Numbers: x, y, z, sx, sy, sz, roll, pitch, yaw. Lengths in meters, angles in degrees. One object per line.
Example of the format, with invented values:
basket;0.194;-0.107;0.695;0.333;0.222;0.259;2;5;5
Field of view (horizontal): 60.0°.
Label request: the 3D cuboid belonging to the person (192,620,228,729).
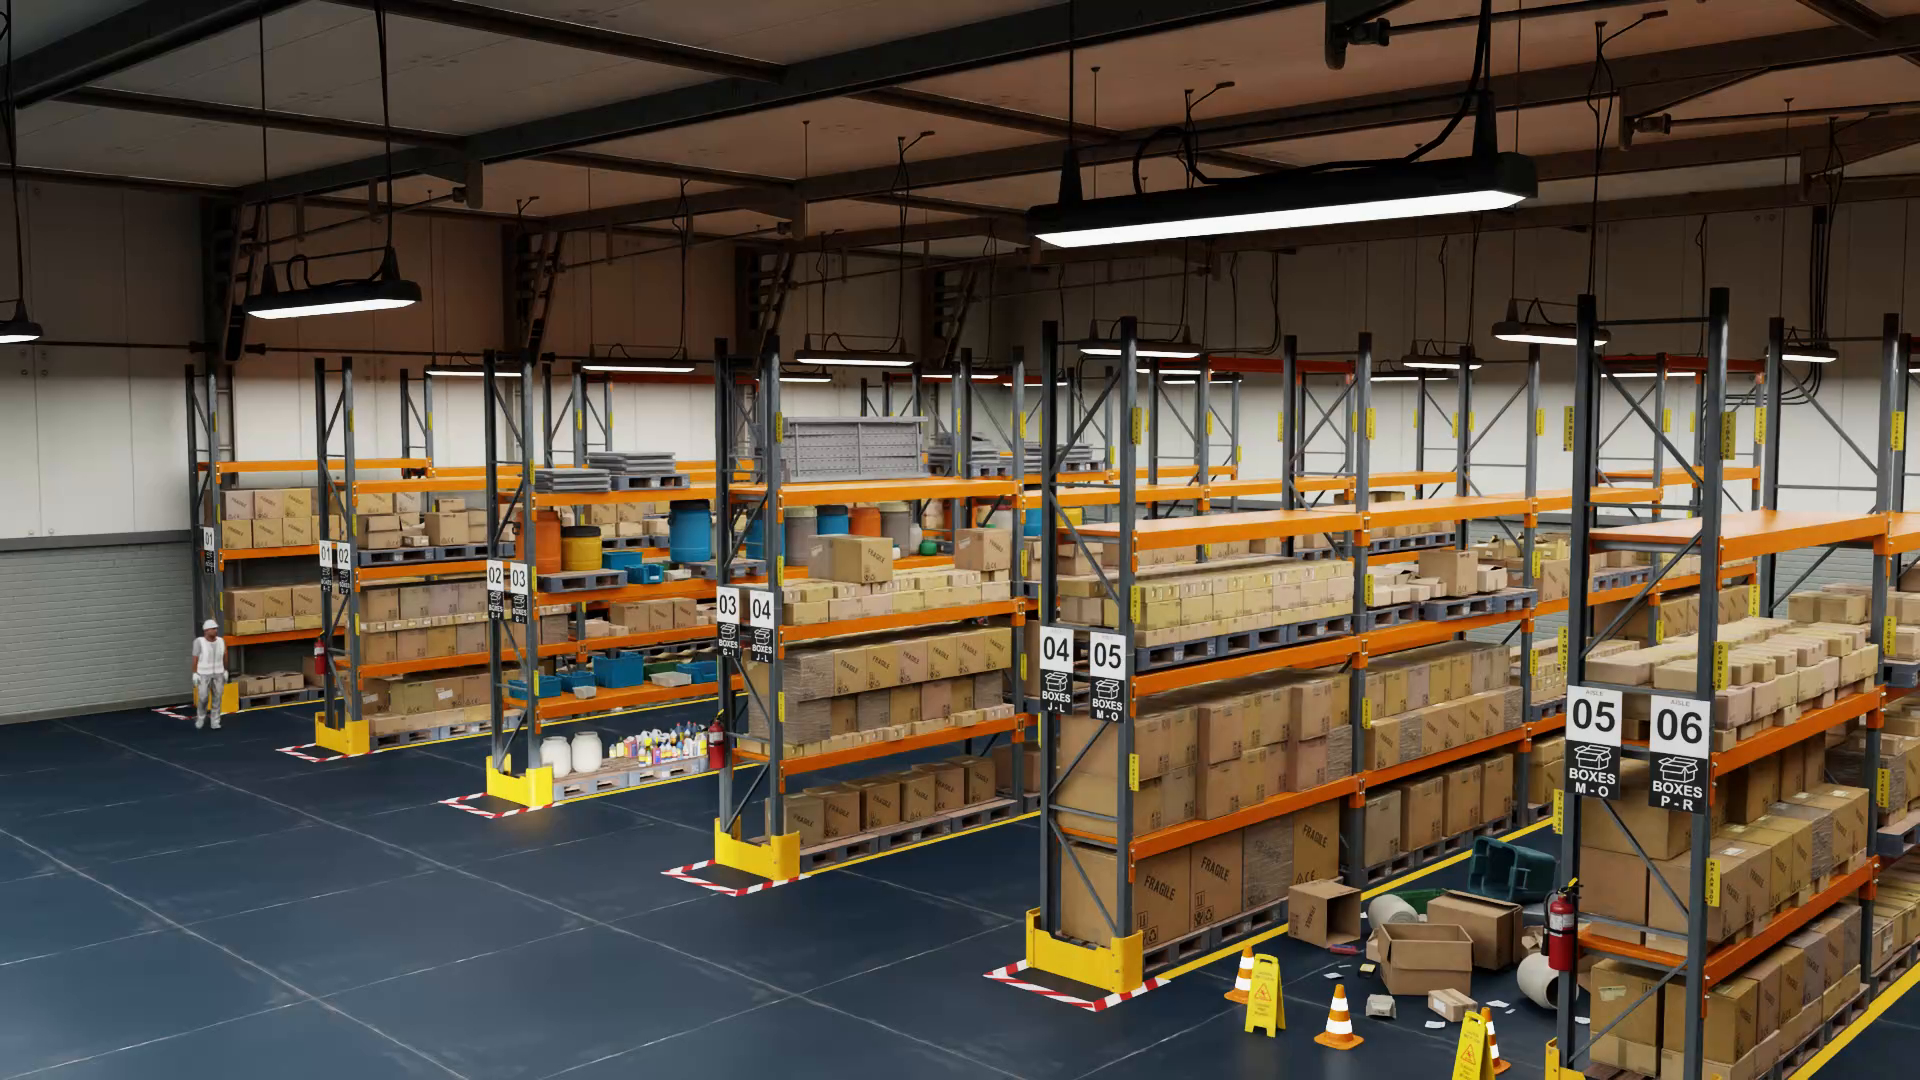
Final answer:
person;-12.206;2.184;27.055;0.584;1.782;0.455;-4;6;-43
